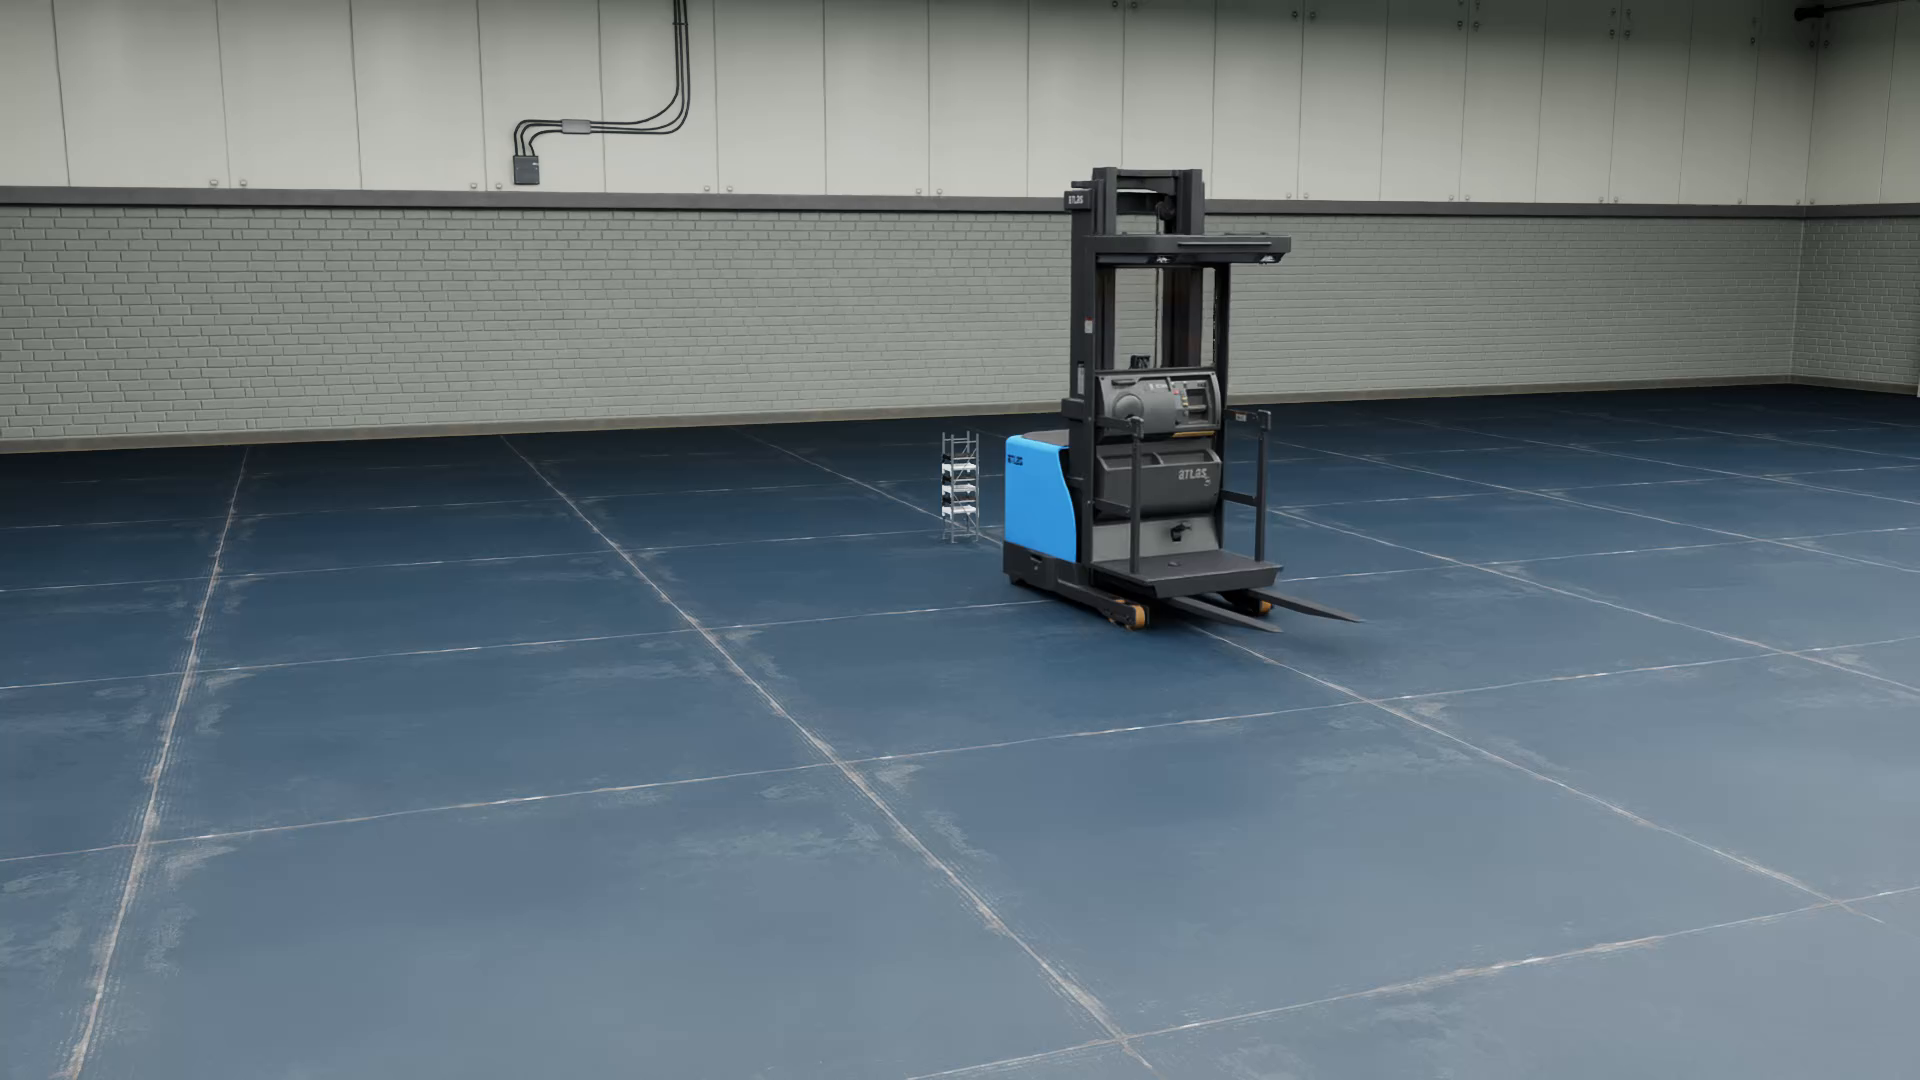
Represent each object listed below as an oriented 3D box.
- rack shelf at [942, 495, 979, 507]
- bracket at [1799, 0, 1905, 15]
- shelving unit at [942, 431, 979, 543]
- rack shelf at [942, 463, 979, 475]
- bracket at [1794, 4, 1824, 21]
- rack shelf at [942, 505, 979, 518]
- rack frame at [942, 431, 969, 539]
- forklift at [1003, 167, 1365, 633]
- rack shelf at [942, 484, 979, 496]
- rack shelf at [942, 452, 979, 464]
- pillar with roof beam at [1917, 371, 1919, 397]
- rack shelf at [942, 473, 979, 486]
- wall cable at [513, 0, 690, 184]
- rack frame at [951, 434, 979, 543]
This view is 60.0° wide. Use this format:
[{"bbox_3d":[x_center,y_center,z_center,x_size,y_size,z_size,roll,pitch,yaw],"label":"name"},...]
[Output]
[{"bbox_3d":[0.003,-0.320,13.855,0.258,0.077,0.200,-4,11,-21],"label":"rack shelf"},{"bbox_3d":[14.615,-8.840,27.643,0.076,0.066,3.189,-4,11,-21],"label":"bracket"},{"bbox_3d":[0.003,-0.442,13.834,0.258,0.900,0.210,-4,11,-21],"label":"shelving unit"},{"bbox_3d":[0.003,-0.586,13.808,0.258,0.077,0.200,-4,11,-21],"label":"rack shelf"},{"bbox_3d":[14.401,-8.936,28.185,0.235,0.232,0.430,-4,11,-21],"label":"bracket"},{"bbox_3d":[0.003,-0.232,13.871,0.258,0.077,0.200,-4,11,-21],"label":"rack shelf"},{"bbox_3d":[-0.034,-0.458,13.927,0.240,0.900,0.006,-4,11,-21],"label":"rack frame"},{"bbox_3d":[1.435,-0.953,10.906,1.130,2.935,3.031,-5,11,-27],"label":"forklift"},{"bbox_3d":[0.003,-0.409,13.840,0.258,0.077,0.200,-4,11,-21],"label":"rack shelf"},{"bbox_3d":[0.003,-0.675,13.792,0.258,0.077,0.200,-4,11,-21],"label":"rack shelf"},{"bbox_3d":[11.728,-6.459,24.535,9.100,9.000,0.400,-4,11,-21],"label":"pillar with roof beam"},{"bbox_3d":[0.003,-0.498,13.824,0.258,0.077,0.200,-4,11,-21],"label":"rack shelf"},{"bbox_3d":[-4.599,-7.572,21.082,2.305,6.003,0.169,-4,11,-21],"label":"wall cable"},{"bbox_3d":[0.040,-0.425,13.741,0.240,0.900,0.006,-4,11,-21],"label":"rack frame"}]
